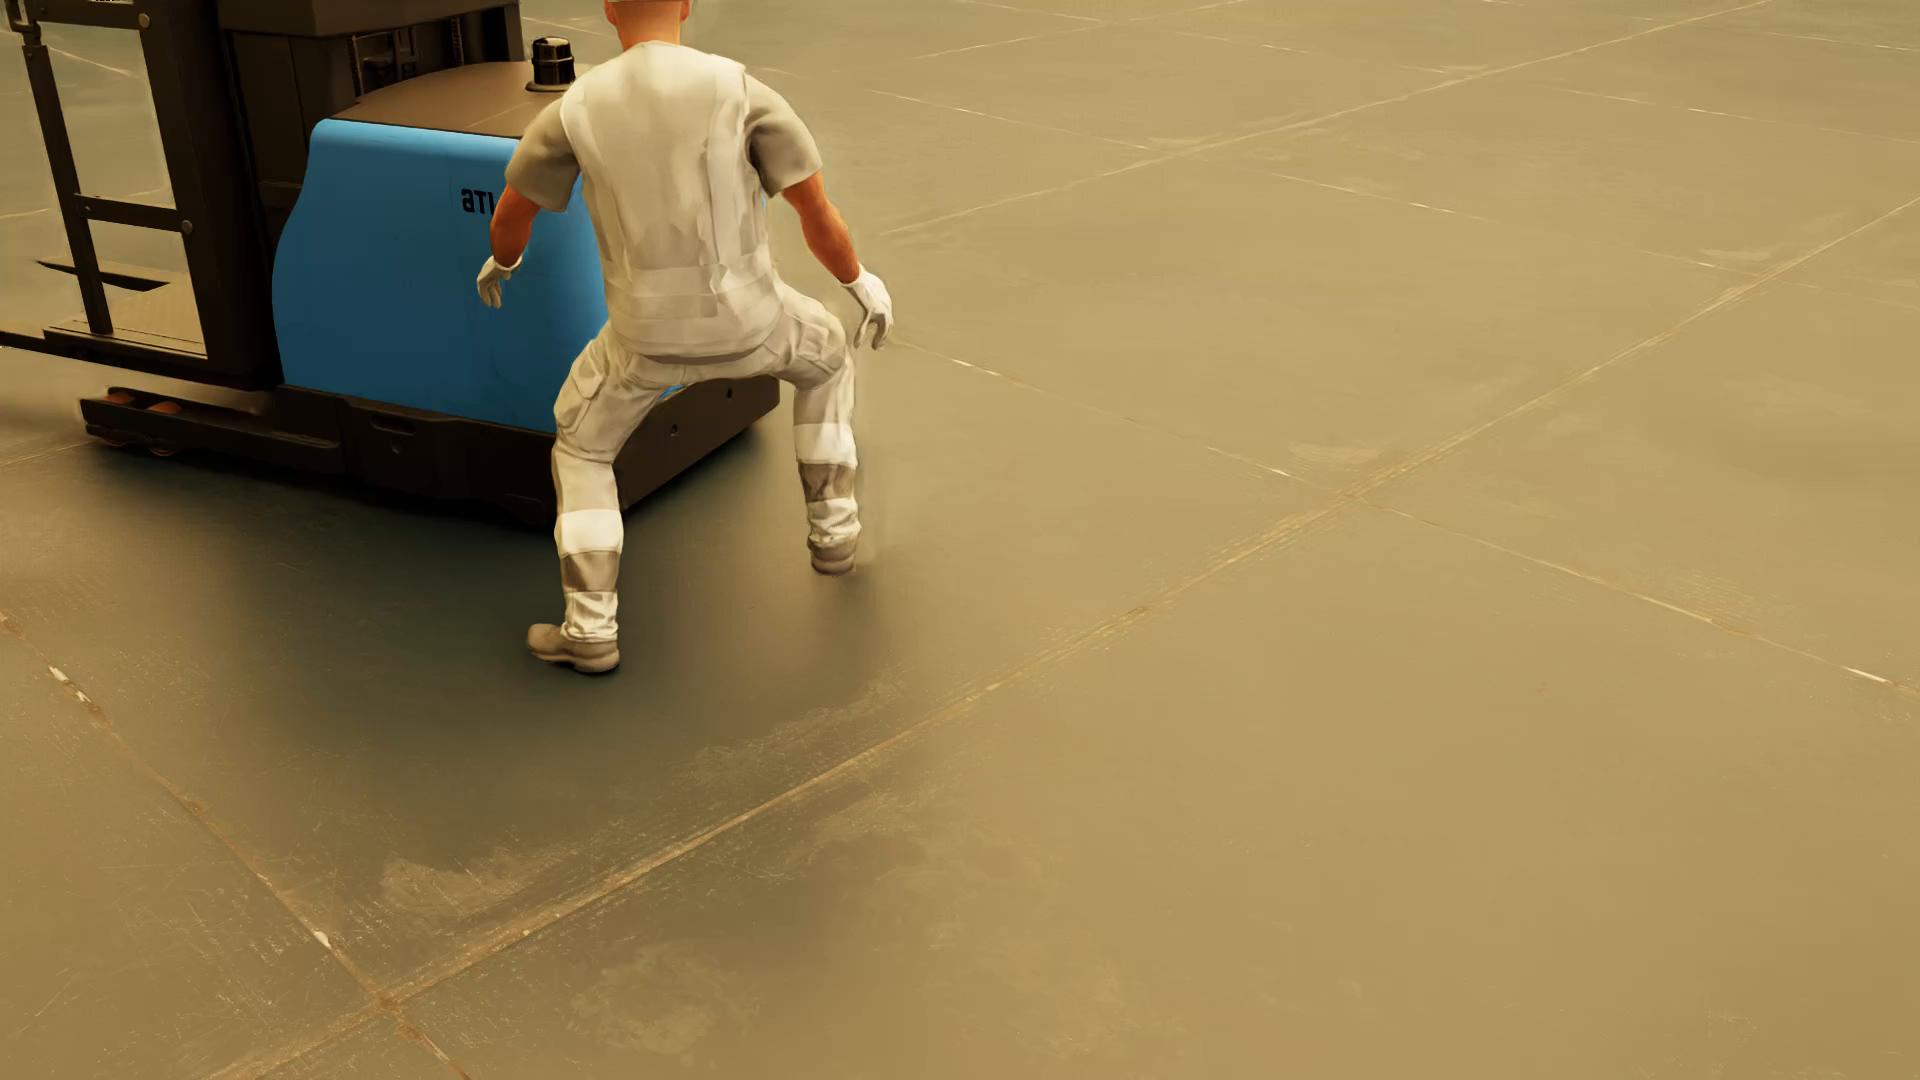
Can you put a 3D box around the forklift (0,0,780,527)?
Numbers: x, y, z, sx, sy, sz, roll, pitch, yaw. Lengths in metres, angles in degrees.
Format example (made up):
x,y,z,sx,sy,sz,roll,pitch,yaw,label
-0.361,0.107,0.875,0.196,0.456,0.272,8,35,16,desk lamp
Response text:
x,y,z,sx,sy,sz,roll,pitch,yaw,label
-2.134,-1.768,4.818,3.031,2.935,1.130,11,28,21,forklift

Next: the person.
x,y,z,sx,sy,sz,roll,pitch,yaw,label
-0.654,-0.557,3.842,0.993,1.651,0.678,0,26,-1,person
